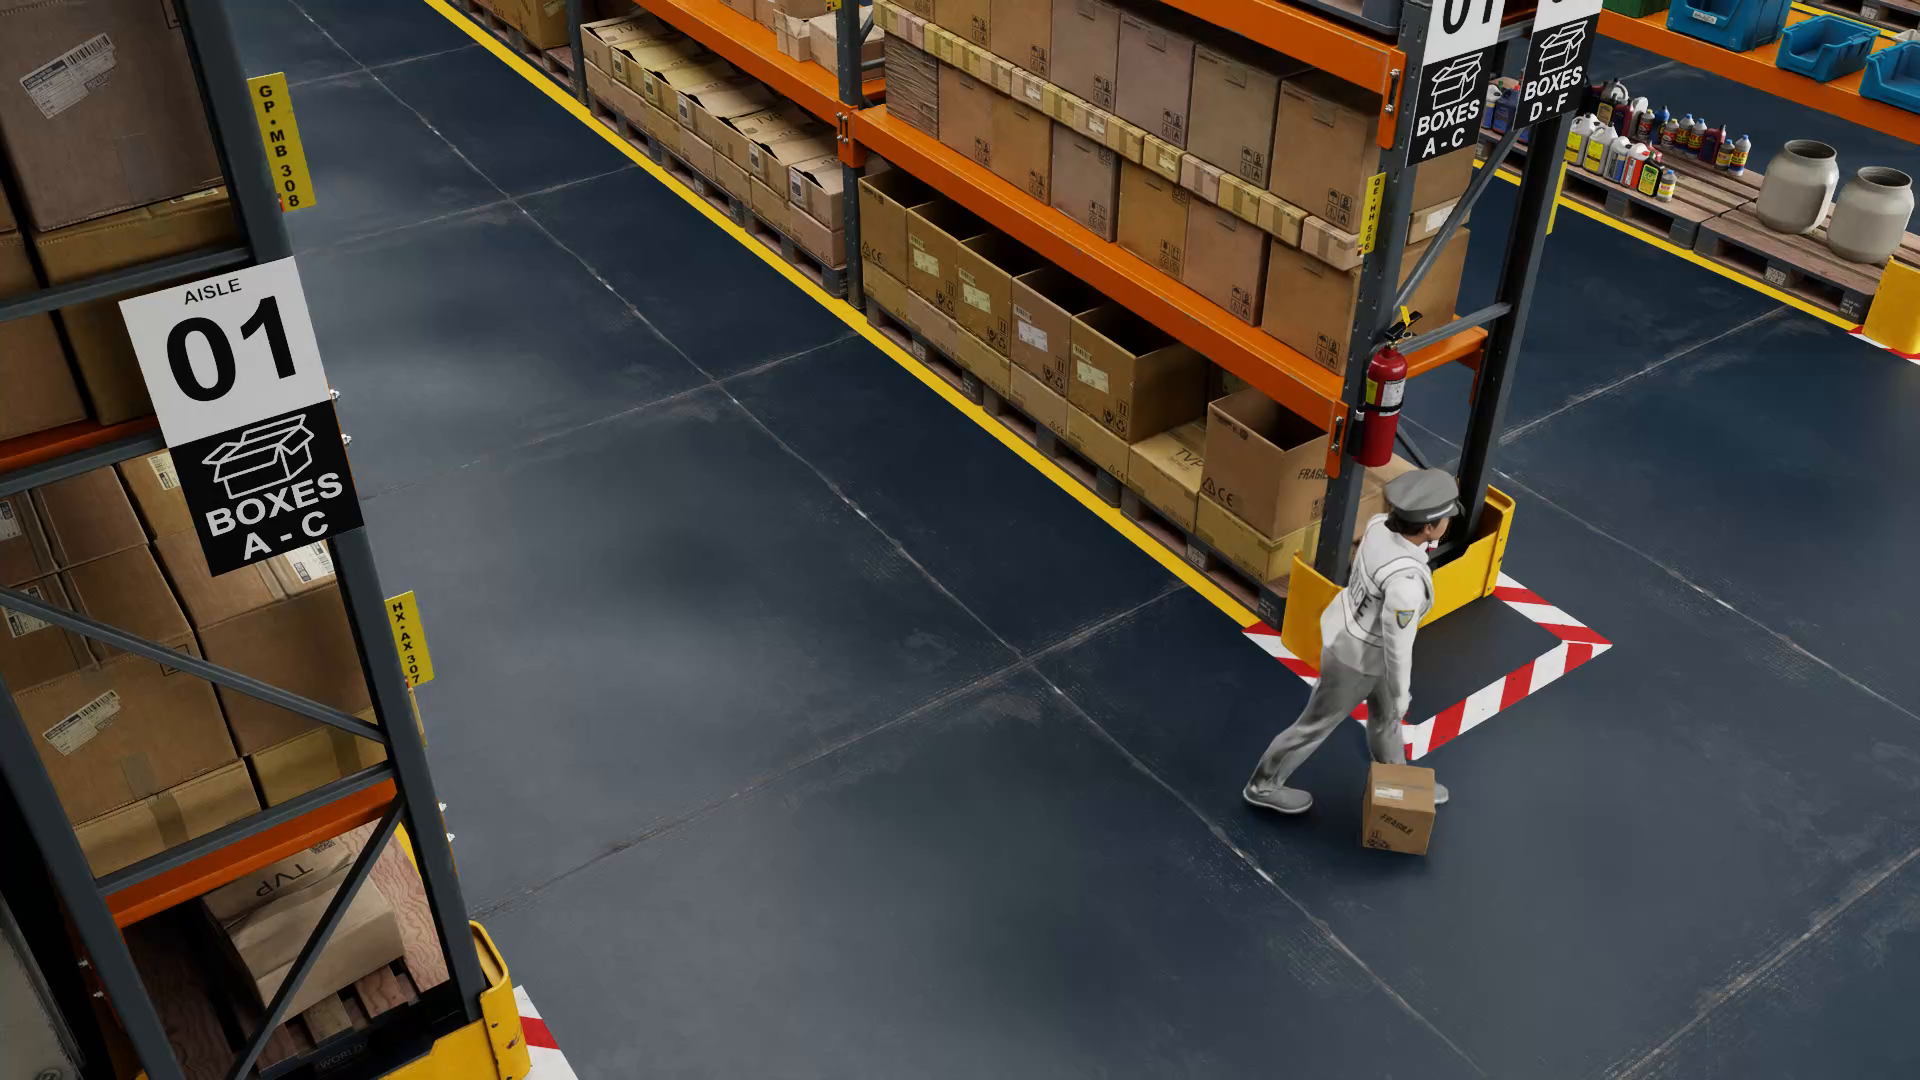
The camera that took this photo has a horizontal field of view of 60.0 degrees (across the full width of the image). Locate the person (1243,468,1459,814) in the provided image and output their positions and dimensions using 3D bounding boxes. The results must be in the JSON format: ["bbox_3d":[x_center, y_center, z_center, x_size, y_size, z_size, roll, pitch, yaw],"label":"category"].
[{"bbox_3d":[1.595,0.431,6.406,0.849,1.634,0.531,4,37,5],"label":"person"}]
